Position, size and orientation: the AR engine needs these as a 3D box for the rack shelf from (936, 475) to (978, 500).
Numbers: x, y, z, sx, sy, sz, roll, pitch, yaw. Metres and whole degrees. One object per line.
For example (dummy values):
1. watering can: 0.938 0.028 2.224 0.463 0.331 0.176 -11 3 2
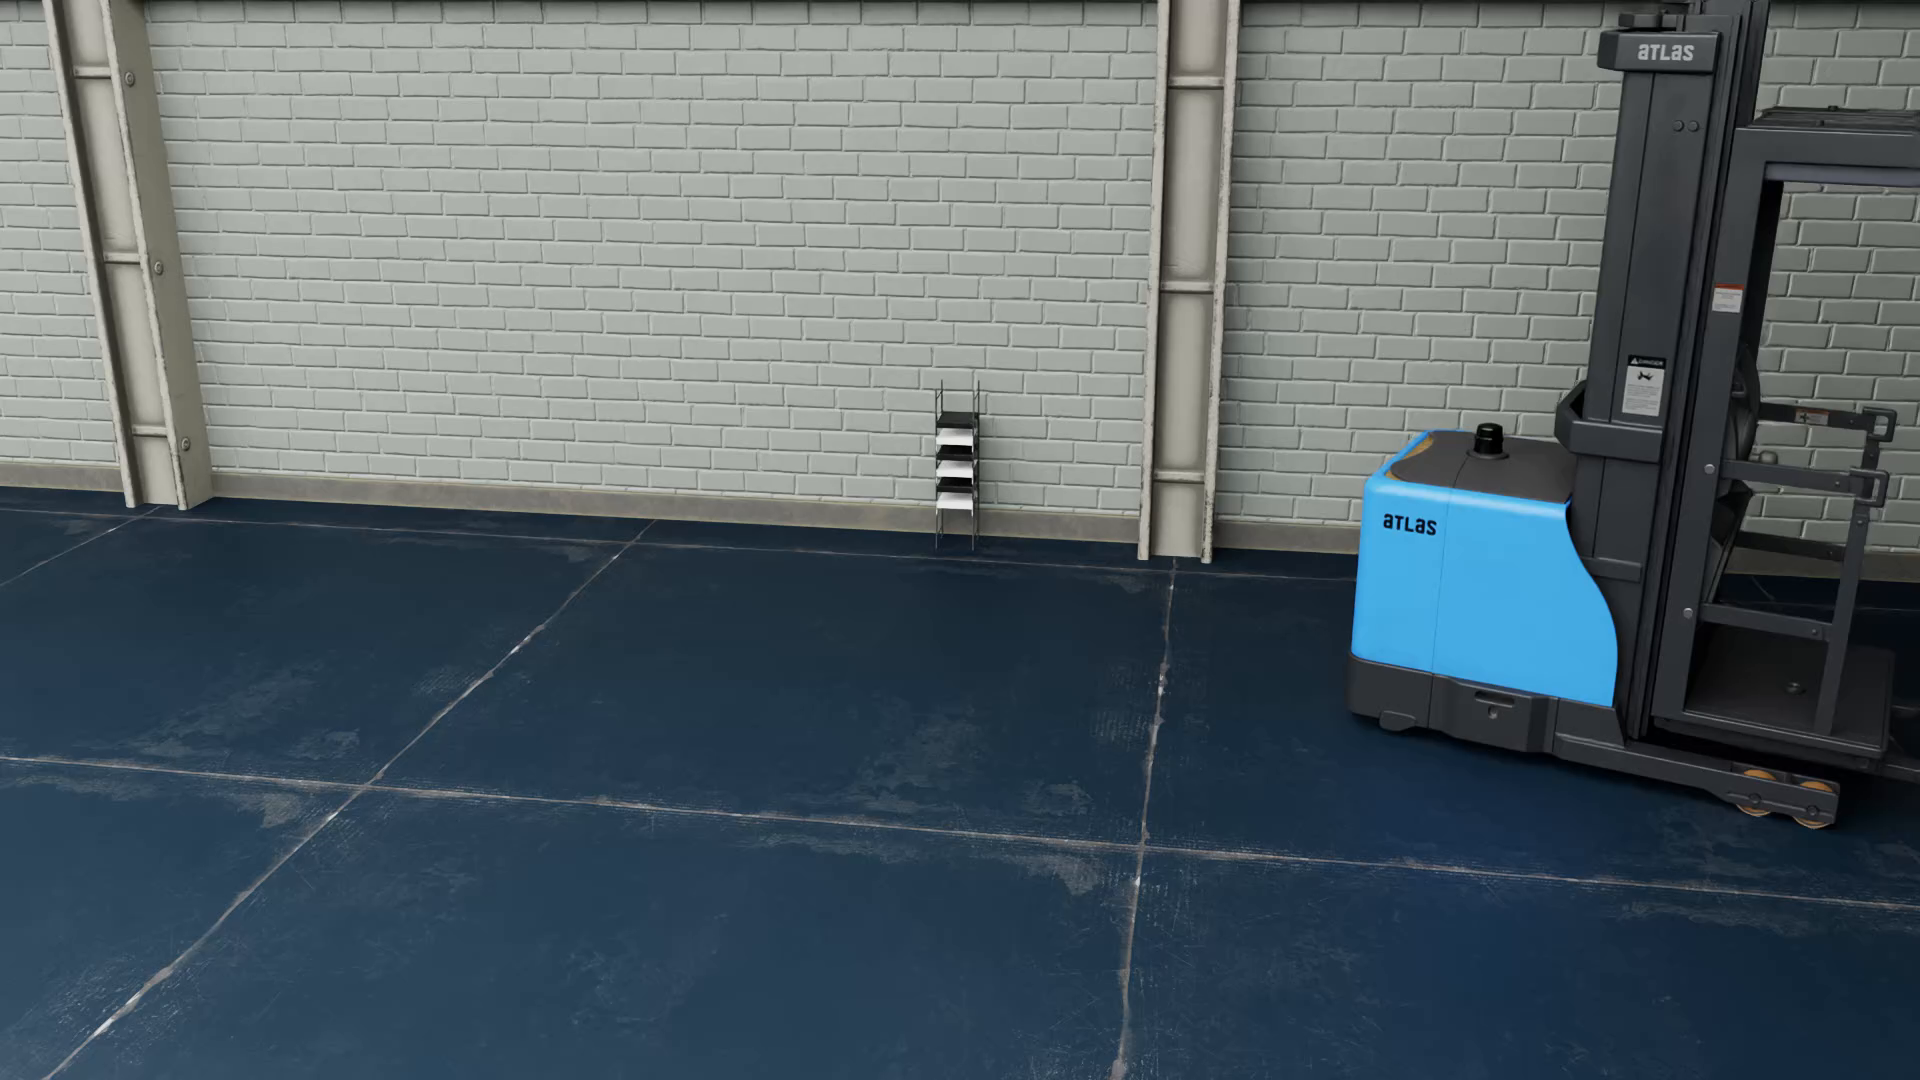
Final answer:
1. rack shelf: -0.013 -0.295 9.154 0.200 0.077 0.258 3 19 7

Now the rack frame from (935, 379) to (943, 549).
1. rack frame: -0.114 -0.416 9.128 0.006 0.900 0.240 3 19 7

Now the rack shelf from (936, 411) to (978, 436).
1. rack shelf: -0.013 -0.636 9.039 0.200 0.077 0.258 3 19 7

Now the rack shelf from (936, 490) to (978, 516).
1. rack shelf: -0.013 -0.209 9.183 0.200 0.077 0.258 3 19 7

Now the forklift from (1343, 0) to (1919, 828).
1. forklift: 3.153 -0.521 6.240 3.031 2.935 1.130 10 21 28

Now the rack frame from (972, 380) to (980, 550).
1. rack frame: 0.088 -0.407 9.101 0.006 0.900 0.240 3 19 7

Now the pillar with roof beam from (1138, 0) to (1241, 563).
1. pillar with roof beam: 0.499 -2.852 3.644 0.400 9.000 9.100 3 19 9

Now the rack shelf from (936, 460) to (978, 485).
1. rack shelf: -0.013 -0.380 9.125 0.200 0.077 0.258 3 19 7

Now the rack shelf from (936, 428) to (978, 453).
1. rack shelf: -0.013 -0.551 9.068 0.200 0.077 0.258 3 19 7

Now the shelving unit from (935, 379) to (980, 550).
1. shelving unit: -0.013 -0.412 9.115 0.210 0.900 0.258 3 19 7

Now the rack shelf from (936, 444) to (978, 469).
1. rack shelf: -0.013 -0.465 9.097 0.200 0.077 0.258 3 19 7

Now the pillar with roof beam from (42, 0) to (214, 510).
1. pillar with roof beam: -5.425 -3.154 4.547 0.400 9.000 9.100 3 19 9
